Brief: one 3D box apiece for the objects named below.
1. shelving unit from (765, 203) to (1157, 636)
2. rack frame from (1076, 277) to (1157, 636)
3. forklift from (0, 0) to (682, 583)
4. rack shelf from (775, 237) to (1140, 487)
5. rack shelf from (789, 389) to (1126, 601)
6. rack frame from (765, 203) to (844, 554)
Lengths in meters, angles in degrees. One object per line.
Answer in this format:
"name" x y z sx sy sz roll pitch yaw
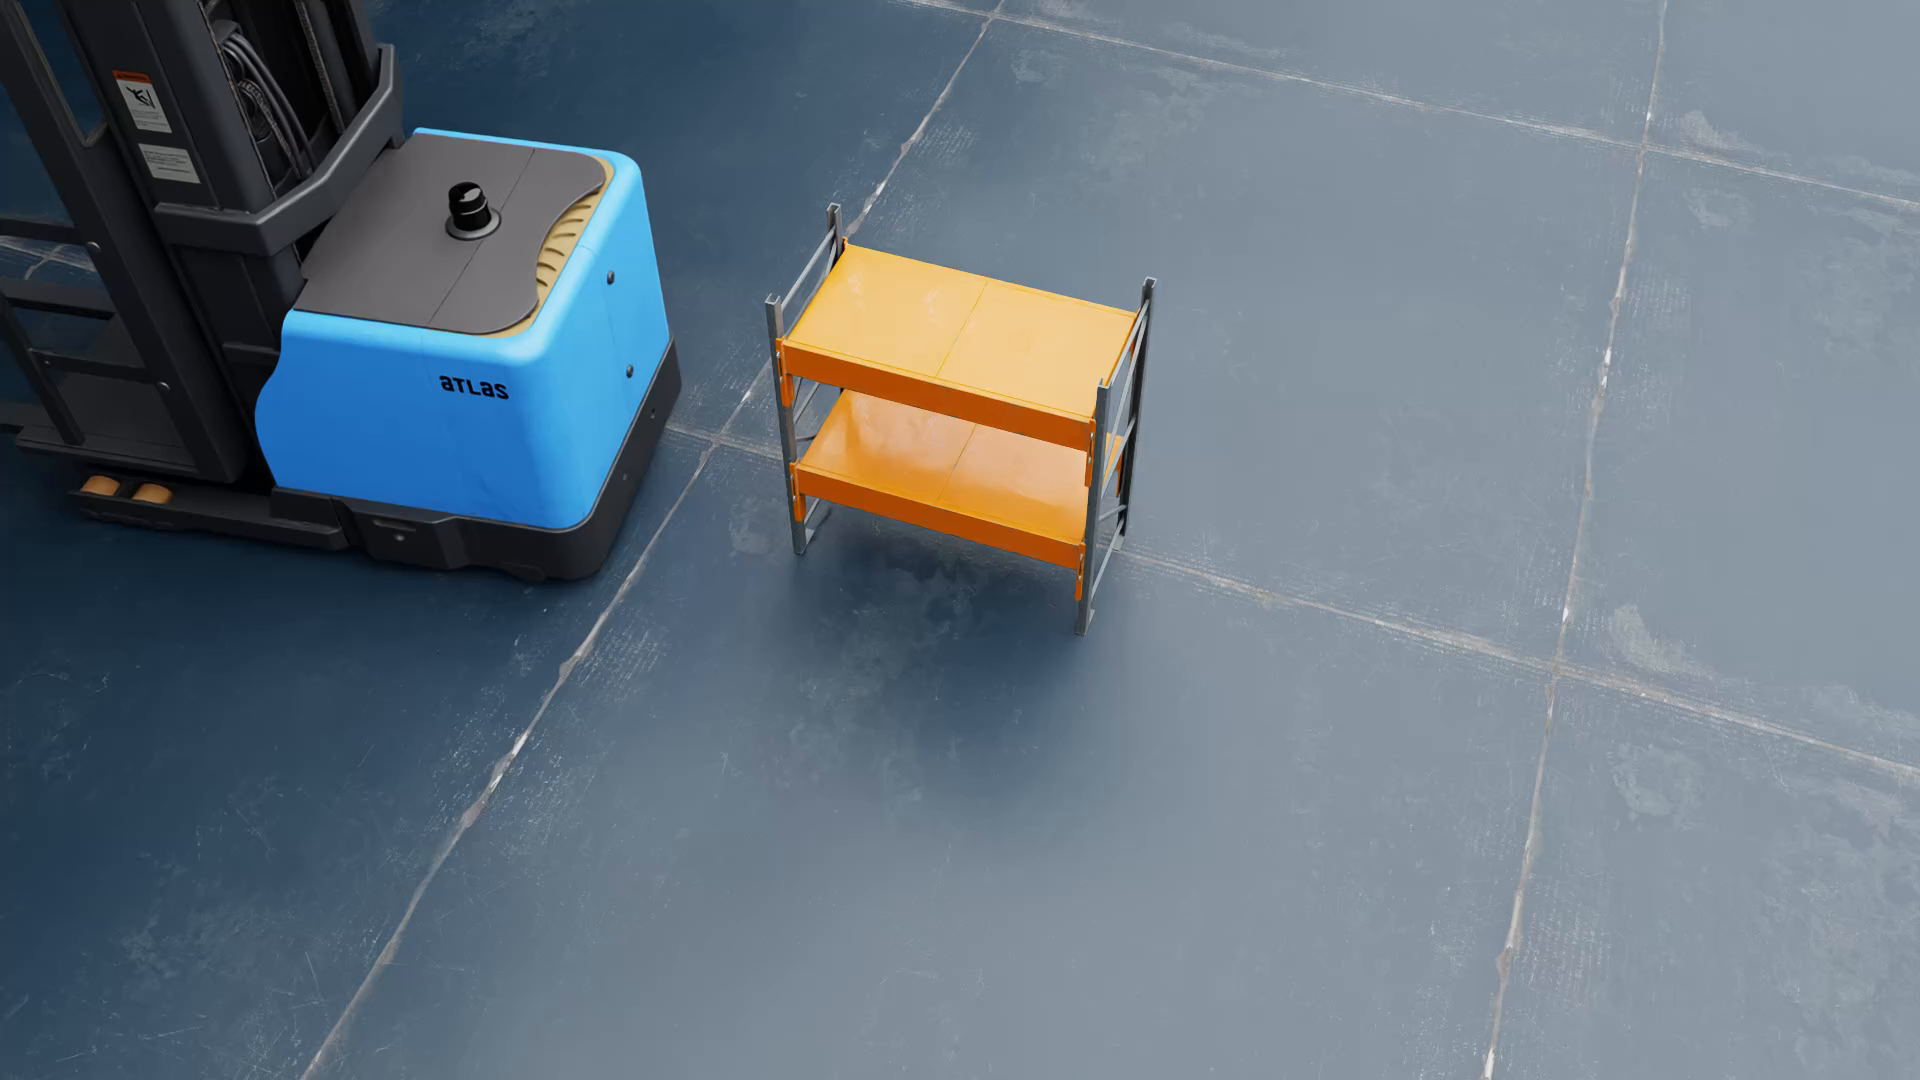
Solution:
"shelving unit" 0.006 -0.367 5.323 1.048 1.125 0.538 16 51 13
"rack frame" 0.483 -0.234 5.208 0.032 1.125 0.500 16 51 13
"forklift" -2.597 -1.379 5.005 3.031 2.935 1.130 9 50 7
"rack shelf" 0.006 -0.558 5.102 1.000 0.278 0.538 16 51 13
"rack shelf" 0.006 -0.207 5.508 1.000 0.278 0.538 16 51 13
"rack frame" -0.471 -0.500 5.439 0.032 1.125 0.500 16 51 13
